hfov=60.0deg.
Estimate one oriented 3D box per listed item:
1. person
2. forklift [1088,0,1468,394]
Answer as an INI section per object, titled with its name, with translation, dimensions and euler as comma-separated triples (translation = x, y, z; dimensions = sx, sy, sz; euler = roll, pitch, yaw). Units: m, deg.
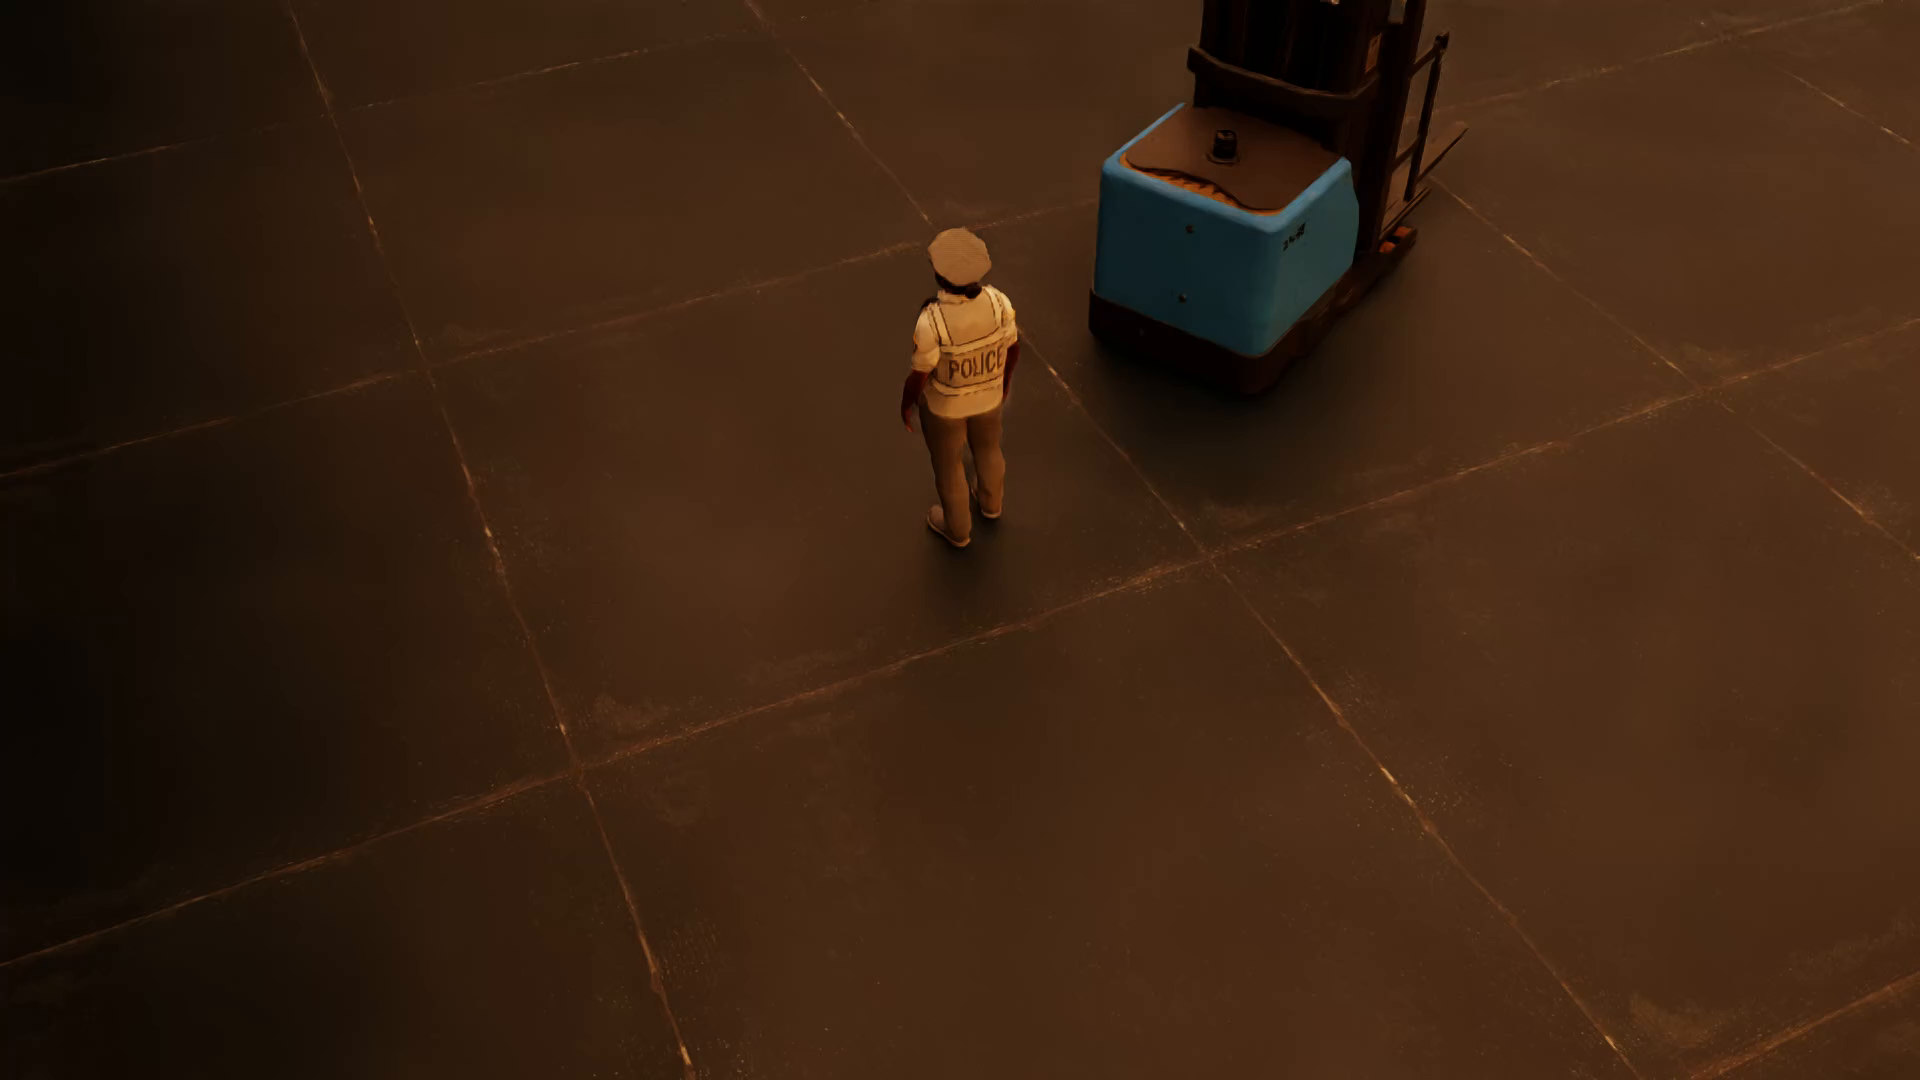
[person]
translation = -0.014, -0.677, 7.301
dimensions = 0.570, 1.695, 0.529
euler = -18, 46, -18
[forklift]
translation = 1.969, -2.781, 8.660
dimensions = 1.130, 2.935, 3.031
euler = 27, 49, 26
